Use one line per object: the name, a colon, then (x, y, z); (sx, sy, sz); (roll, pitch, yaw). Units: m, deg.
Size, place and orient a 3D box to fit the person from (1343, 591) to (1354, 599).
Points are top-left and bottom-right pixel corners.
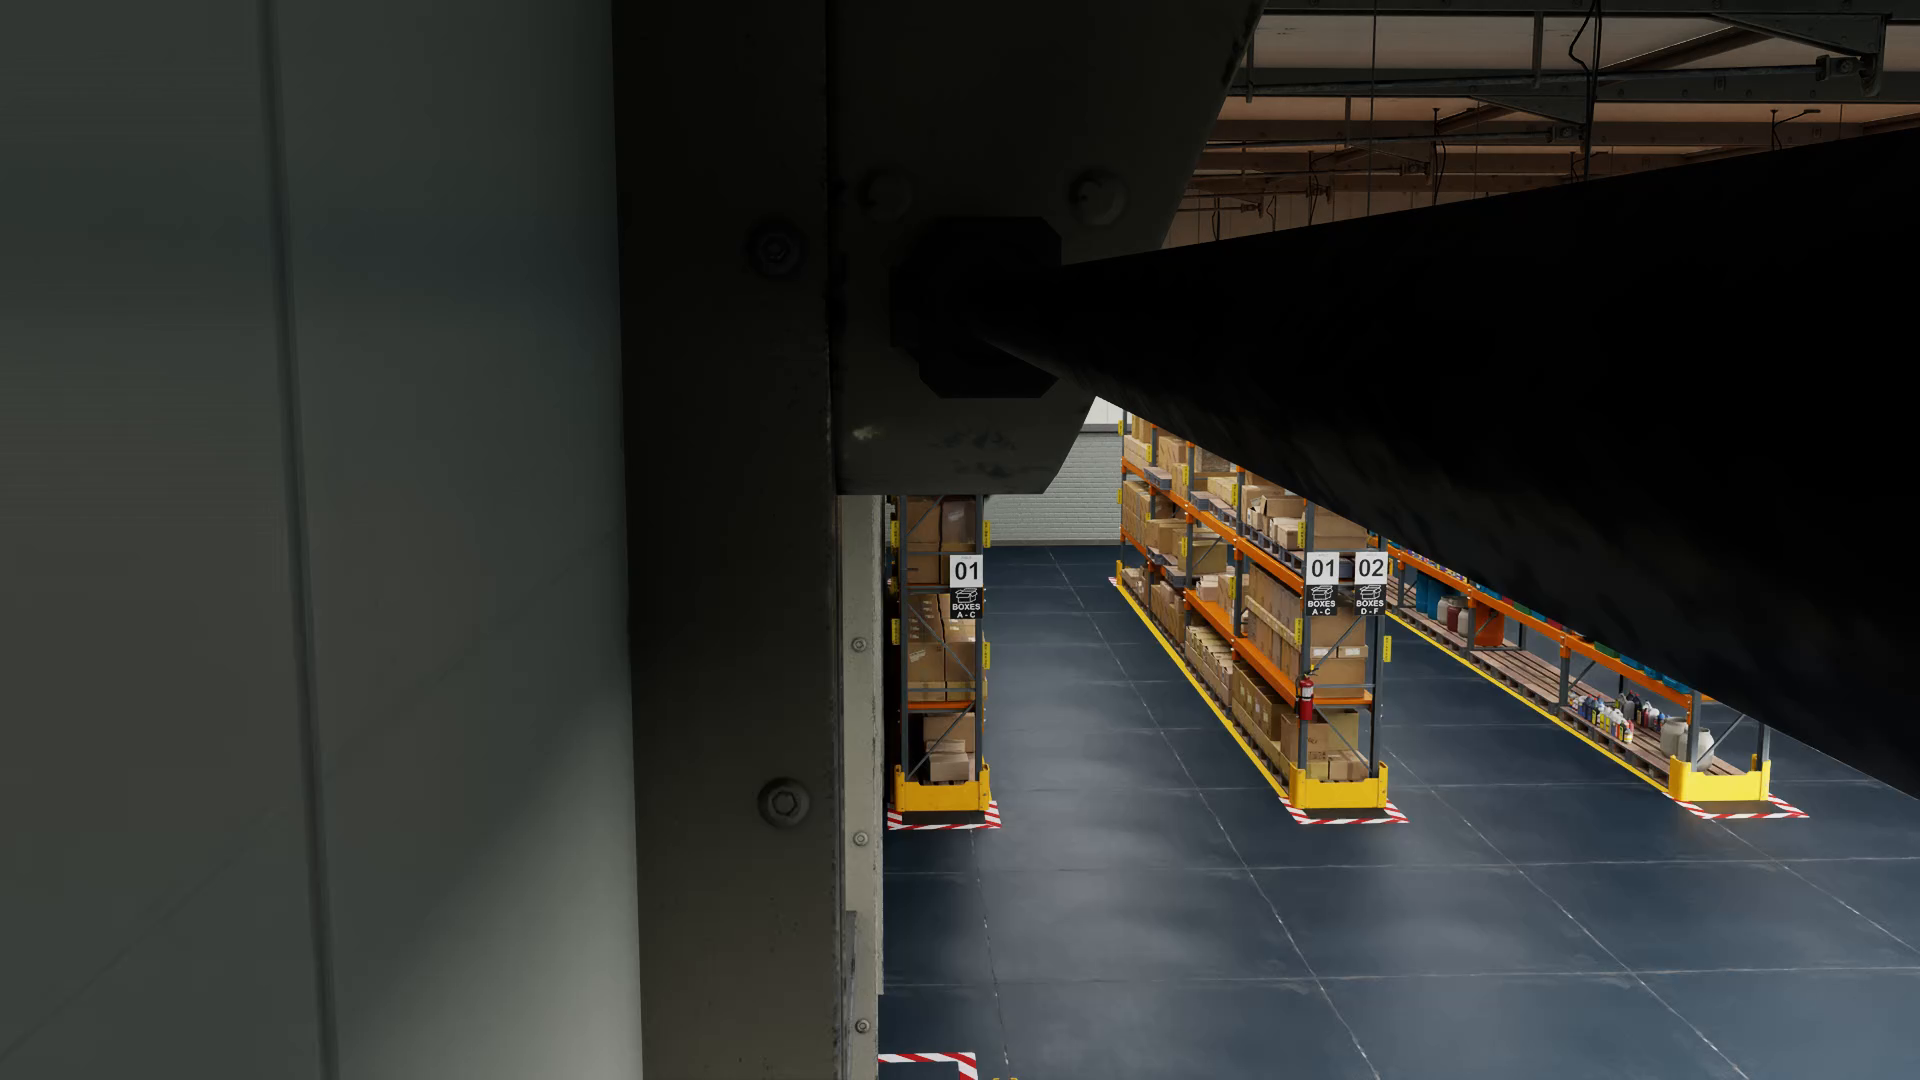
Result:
person: (7.445, 0.859, 31.557); (0.578, 1.789, 0.712); (1, 8, 5)
